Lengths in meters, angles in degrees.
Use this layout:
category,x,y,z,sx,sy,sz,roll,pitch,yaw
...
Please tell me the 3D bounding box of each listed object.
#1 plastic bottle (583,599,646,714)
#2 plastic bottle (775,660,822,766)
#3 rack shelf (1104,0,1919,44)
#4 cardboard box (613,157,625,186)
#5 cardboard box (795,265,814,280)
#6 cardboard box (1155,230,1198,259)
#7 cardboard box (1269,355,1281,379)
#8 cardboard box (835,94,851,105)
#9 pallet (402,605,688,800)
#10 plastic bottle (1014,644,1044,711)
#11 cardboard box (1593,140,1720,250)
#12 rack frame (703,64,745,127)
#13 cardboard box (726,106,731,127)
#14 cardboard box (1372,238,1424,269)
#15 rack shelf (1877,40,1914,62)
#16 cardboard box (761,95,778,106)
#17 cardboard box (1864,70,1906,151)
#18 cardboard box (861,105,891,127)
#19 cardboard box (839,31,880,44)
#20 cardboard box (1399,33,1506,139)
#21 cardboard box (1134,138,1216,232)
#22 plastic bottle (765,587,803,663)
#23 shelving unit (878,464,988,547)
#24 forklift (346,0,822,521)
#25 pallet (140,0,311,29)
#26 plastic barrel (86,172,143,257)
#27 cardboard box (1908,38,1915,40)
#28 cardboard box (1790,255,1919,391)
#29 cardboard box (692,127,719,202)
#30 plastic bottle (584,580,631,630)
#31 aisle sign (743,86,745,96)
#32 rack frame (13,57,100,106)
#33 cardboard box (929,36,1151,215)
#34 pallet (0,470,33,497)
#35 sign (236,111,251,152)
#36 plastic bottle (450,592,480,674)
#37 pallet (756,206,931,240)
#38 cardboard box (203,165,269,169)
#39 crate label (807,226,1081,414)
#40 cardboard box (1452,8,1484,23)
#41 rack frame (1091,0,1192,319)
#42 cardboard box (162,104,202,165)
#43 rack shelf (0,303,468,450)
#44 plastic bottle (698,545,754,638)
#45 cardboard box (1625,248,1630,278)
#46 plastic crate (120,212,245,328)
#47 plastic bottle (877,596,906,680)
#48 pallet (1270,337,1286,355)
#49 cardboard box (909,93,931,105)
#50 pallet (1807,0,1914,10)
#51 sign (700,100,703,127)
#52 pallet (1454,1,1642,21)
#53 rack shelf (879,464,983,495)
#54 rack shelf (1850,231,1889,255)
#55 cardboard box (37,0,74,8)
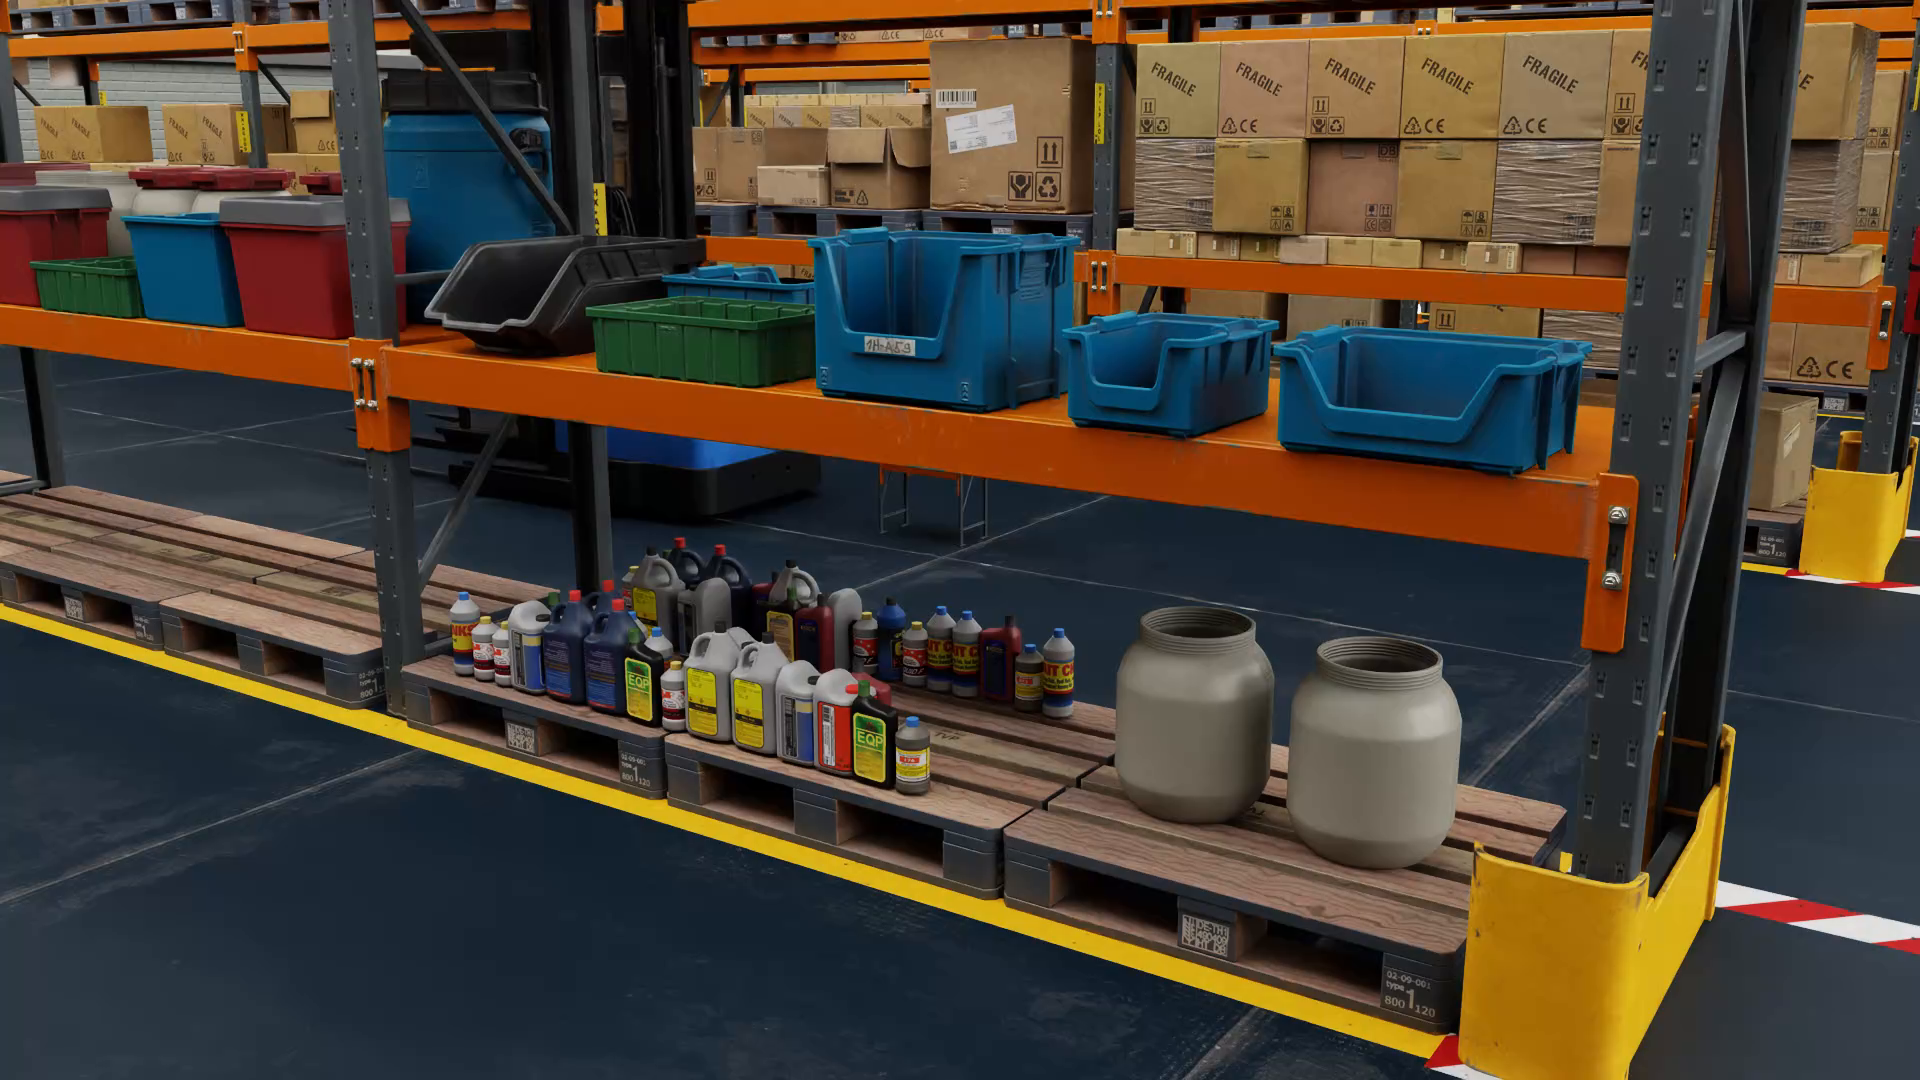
category,x,y,z,sx,sy,sz,roll,pitch,yaw
plastic bottle,-1.087,0.356,5.240,0.185,0.351,0.144,8,16,30
plastic bottle,-0.440,0.496,4.831,0.135,0.276,0.152,9,16,31
rack shelf,2.742,-2.759,8.480,4.000,0.370,1.077,9,17,33
cardboard box,-2.784,-2.522,12.060,0.500,0.500,0.500,10,17,35
cardboard box,-1.356,-2.669,17.190,0.500,0.500,0.500,10,17,34
cardboard box,1.294,-1.673,9.363,0.250,0.149,0.380,9,17,33
cardboard box,1.872,-0.774,9.534,0.500,0.500,0.500,-11,17,-36
cardboard box,-1.483,-5.980,22.598,0.250,0.149,0.380,9,16,32
pallet,-1.147,0.519,5.786,1.213,0.211,1.003,9,17,33
plastic bottle,0.221,0.429,5.254,0.097,0.201,0.097,0,14,0
cardboard box,3.479,-1.699,8.117,0.500,0.500,0.875,9,17,33
rack frame,-2.703,-3.968,18.112,0.127,3.000,1.000,9,17,33
cardboard box,-3.104,-5.918,23.699,0.500,0.500,0.500,9,16,32
cardboard box,2.346,-1.511,8.707,0.250,0.149,0.380,9,17,33
rack shelf,8.273,-4.735,16.462,4.000,0.370,1.077,9,17,33
cardboard box,-2.566,-6.141,23.249,0.250,0.149,0.380,9,16,31
cardboard box,6.460,-3.069,11.919,0.550,0.550,0.875,9,17,33
cardboard box,-0.987,-5.581,22.336,0.500,0.500,0.500,9,16,32
cardboard box,-0.835,-5.095,16.212,0.500,0.500,0.500,9,17,33
cardboard box,2.566,-2.289,8.418,0.500,0.500,0.500,9,17,33
cardboard box,1.422,-2.040,9.496,0.500,0.500,0.875,9,17,33
plastic bottle,-0.595,0.294,5.630,0.133,0.283,0.061,9,17,33
shelving unit,-0.137,-0.605,8.269,0.503,1.200,0.258,9,17,33
forklift,-2.296,-1.768,9.365,3.031,2.935,1.130,9,16,31
pallet,-6.228,-4.518,14.273,1.213,0.211,1.003,9,17,33
plastic barrel,-3.678,-1.371,7.388,0.421,0.512,0.421,0,14,0
cardboard box,9.054,-4.755,15.570,0.250,0.149,0.380,10,17,34
cardboard box,6.654,-1.609,12.130,0.875,0.875,0.875,9,17,33
cardboard box,-1.766,-2.645,11.682,0.500,0.500,0.500,7,15,26
plastic bottle,-1.163,0.302,5.458,0.185,0.351,0.144,9,17,33
aisle sign,-3.230,-6.839,24.297,0.004,0.787,0.394,9,17,33
rack frame,-8.874,-3.529,16.339,0.127,3.000,1.000,9,17,33
cardboard box,0.502,-2.550,10.258,1.000,1.000,1.000,9,17,33
pallet,-5.678,-0.213,8.744,1.213,0.211,1.003,9,17,33
sign,-5.864,-3.341,13.610,0.005,0.325,0.100,9,17,33
plastic bottle,-1.662,0.308,5.597,0.097,0.271,0.097,0,14,0
pallet,-0.571,-2.106,10.988,1.213,0.211,1.003,9,17,33
cardboard box,-6.068,-3.071,14.182,0.500,0.250,0.500,9,16,32
crate label,-0.040,-0.606,4.456,0.616,0.435,0.502,9,17,33
cardboard box,5.631,-5.602,17.905,0.500,0.250,0.500,9,17,33
rack frame,1.083,-1.920,9.838,0.127,3.000,1.000,9,17,33
cardboard box,-6.499,-3.505,14.372,0.500,0.500,0.500,9,17,33
rack shelf,-3.341,-0.852,7.018,4.000,0.370,1.077,9,17,33
plastic bottle,-0.827,0.194,5.893,0.185,0.351,0.144,8,16,30
cardboard box,3.408,-1.352,8.067,0.250,0.149,0.380,9,17,33
plastic crate,-2.770,-1.011,6.197,0.575,0.384,0.392,9,17,33
plastic bottle,-0.228,0.323,5.539,0.097,0.271,0.097,0,14,0
pallet,3.253,-1.630,14.470,1.213,0.211,1.003,9,17,33
cardboard box,-0.458,-5.796,21.854,0.250,0.149,0.380,9,16,32
pallet,6.633,-3.870,11.655,1.213,0.211,1.003,9,17,33
sign,-1.941,-3.090,12.317,0.005,0.325,0.100,9,17,33
pallet,4.608,-4.197,12.976,1.213,0.211,1.003,9,17,33
rack shelf,-0.137,-0.347,8.333,0.480,0.148,0.258,9,17,33
rack shelf,5.594,-2.278,12.781,4.000,0.370,1.077,9,17,33
cardboard box,-8.013,-5.128,15.263,0.500,0.500,0.700,8,16,31
